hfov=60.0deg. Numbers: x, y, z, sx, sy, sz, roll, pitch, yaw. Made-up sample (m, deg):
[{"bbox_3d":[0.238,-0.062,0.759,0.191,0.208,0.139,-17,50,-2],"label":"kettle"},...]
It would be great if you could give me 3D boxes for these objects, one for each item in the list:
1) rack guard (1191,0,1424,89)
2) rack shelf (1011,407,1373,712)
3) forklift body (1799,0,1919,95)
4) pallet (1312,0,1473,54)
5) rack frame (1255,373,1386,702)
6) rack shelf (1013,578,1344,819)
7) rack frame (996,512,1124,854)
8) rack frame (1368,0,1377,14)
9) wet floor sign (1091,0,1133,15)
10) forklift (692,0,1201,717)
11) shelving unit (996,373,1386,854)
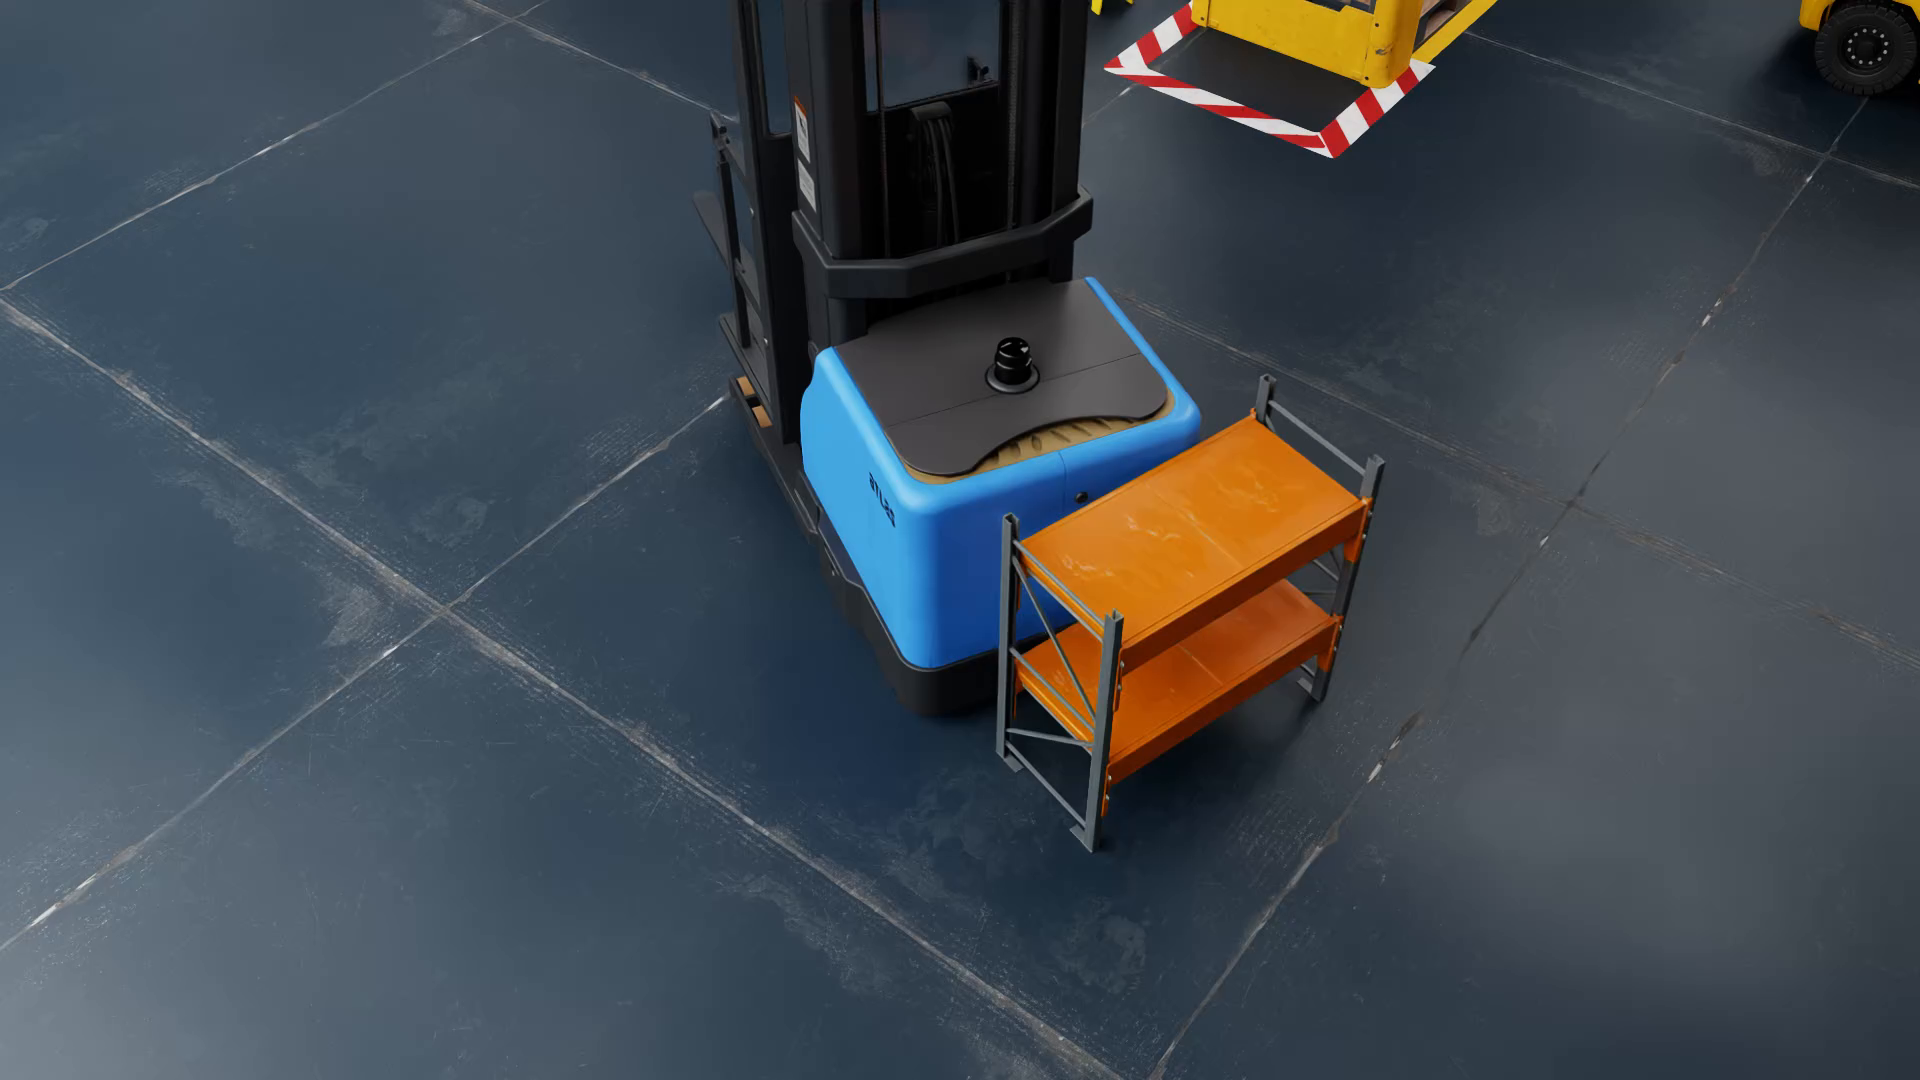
[{"bbox_3d":[1.781,-2.800,8.579,1.175,0.500,0.348,29,53,25],"label":"rack guard"},{"bbox_3d":[0.690,0.037,5.032,1.000,0.278,0.538,-28,53,-24],"label":"rack shelf"},{"bbox_3d":[5.380,-3.026,7.653,2.313,2.155,1.214,29,53,25],"label":"forklift body"},{"bbox_3d":[2.306,-3.149,9.112,1.003,0.211,1.213,29,53,25],"label":"pallet"},{"bbox_3d":[1.097,0.019,5.454,0.032,1.125,0.500,-28,53,-24],"label":"rack frame"},{"bbox_3d":[0.690,0.408,5.420,1.000,0.278,0.538,-28,53,-24],"label":"rack shelf"},{"bbox_3d":[0.283,0.459,5.034,0.032,1.125,0.500,-28,53,-24],"label":"rack frame"},{"bbox_3d":[1.734,-3.619,7.633,1.000,3.000,0.127,29,53,25],"label":"rack frame"},{"bbox_3d":[0.771,-3.171,8.832,0.232,0.644,0.267,-25,51,-22],"label":"wet floor sign"},{"bbox_3d":[-0.281,-1.500,5.656,1.130,2.935,3.031,-17,49,-16],"label":"forklift"},{"bbox_3d":[0.690,0.239,5.244,1.048,1.125,0.538,-28,53,-24],"label":"shelving unit"}]
